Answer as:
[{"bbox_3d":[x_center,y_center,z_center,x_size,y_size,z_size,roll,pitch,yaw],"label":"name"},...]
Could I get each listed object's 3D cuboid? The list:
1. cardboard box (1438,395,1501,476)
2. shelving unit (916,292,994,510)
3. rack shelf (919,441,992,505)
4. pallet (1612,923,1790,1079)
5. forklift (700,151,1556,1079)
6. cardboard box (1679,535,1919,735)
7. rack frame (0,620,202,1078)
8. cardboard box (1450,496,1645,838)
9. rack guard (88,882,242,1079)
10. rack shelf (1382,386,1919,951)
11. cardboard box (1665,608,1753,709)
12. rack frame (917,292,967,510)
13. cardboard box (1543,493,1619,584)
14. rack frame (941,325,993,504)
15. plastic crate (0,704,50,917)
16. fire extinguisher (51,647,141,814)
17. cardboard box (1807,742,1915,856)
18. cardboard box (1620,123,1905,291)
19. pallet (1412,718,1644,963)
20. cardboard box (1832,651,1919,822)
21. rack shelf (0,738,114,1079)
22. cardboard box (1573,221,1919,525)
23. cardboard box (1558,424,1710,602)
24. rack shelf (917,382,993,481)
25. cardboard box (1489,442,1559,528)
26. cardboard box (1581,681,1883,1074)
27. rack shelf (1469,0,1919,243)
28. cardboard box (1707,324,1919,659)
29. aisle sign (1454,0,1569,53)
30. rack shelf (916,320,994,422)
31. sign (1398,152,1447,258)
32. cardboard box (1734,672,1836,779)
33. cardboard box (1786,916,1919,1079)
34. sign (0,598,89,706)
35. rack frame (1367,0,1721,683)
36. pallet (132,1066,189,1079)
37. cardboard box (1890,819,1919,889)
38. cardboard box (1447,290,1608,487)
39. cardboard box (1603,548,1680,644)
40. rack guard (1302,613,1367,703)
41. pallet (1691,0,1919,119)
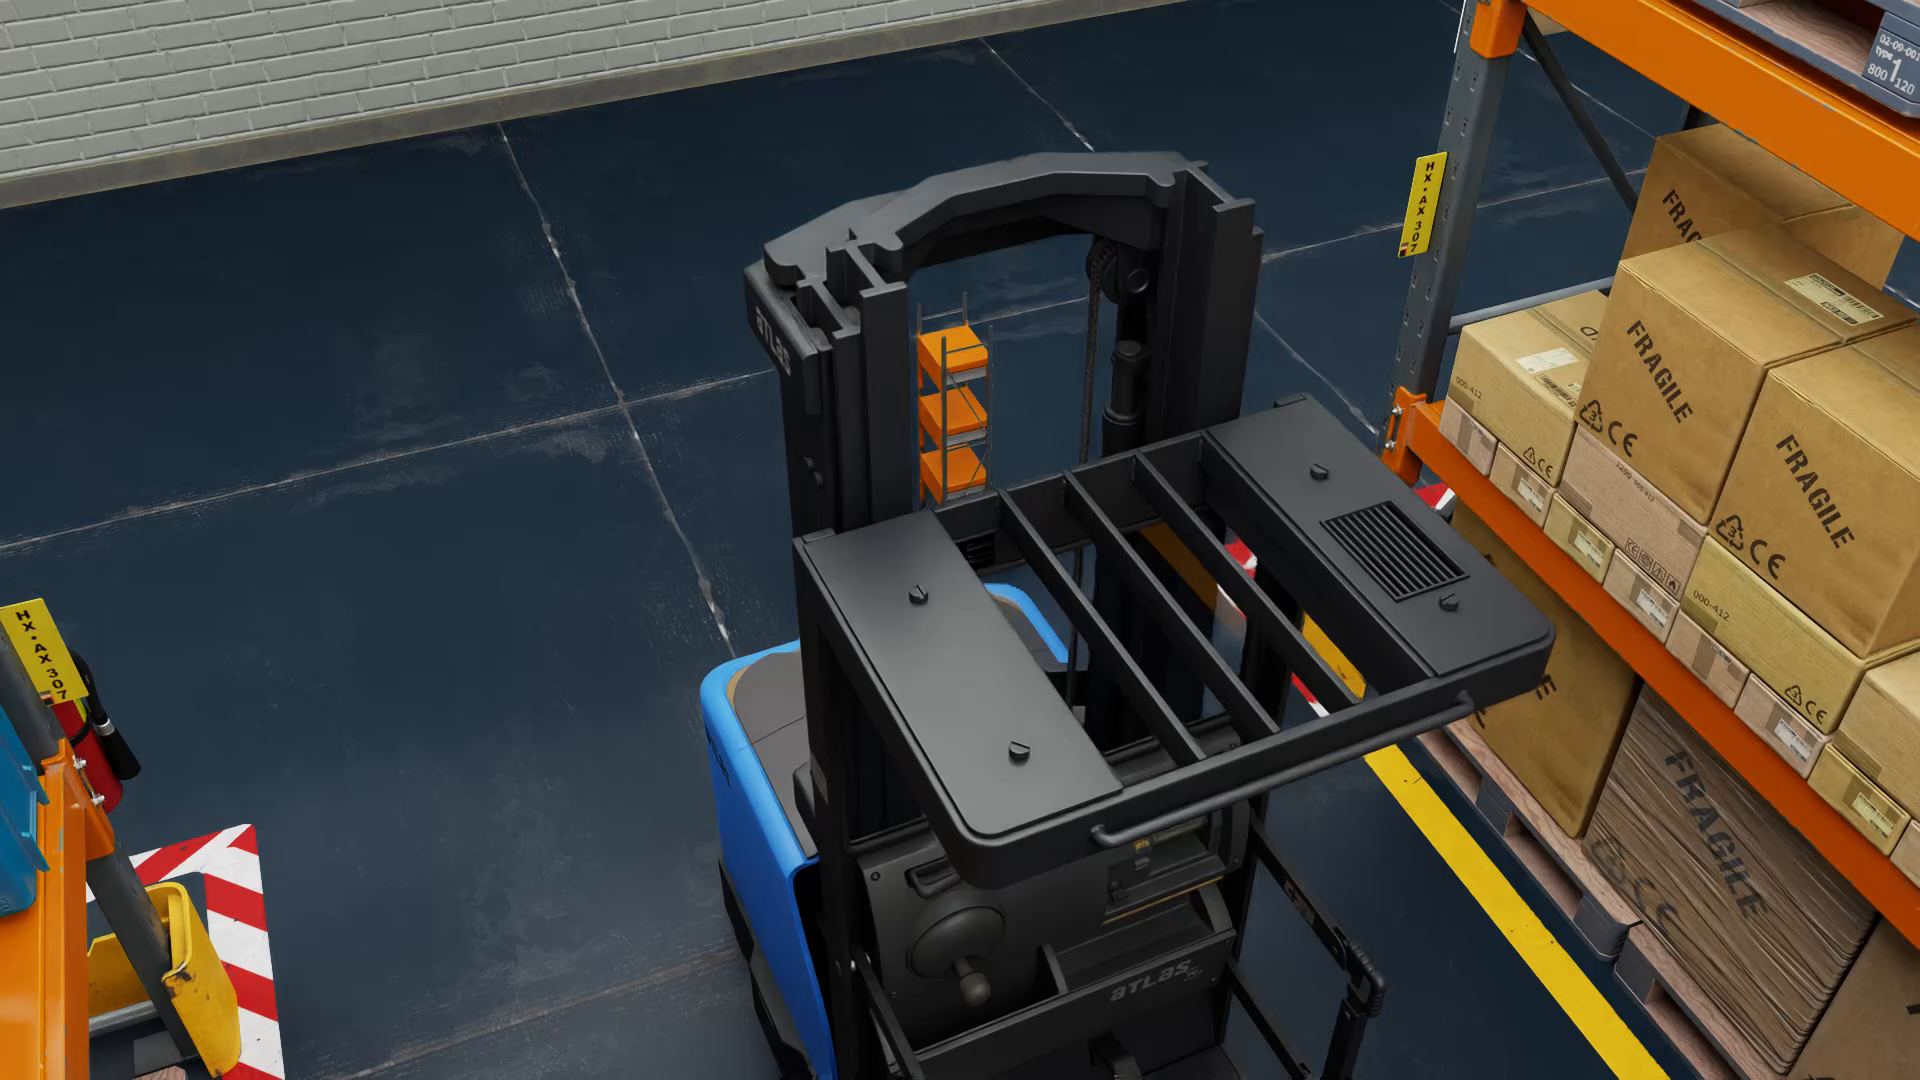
[{"bbox_3d":[1.697,-0.362,5.063,0.380,0.149,0.250,-15,43,-16],"label":"cardboard box"},{"bbox_3d":[-0.020,-0.430,6.445,0.215,1.050,0.252,-15,43,-17],"label":"shelving unit"},{"bbox_3d":[-0.020,-0.212,6.633,0.215,0.259,0.240,-15,43,-17],"label":"rack shelf"},{"bbox_3d":[2.707,1.500,4.844,1.003,0.211,1.213,-15,43,-17],"label":"pallet"},{"bbox_3d":[0.322,0.811,3.559,1.130,2.935,3.031,-17,43,-18],"label":"forklift"},{"bbox_3d":[2.194,0.162,4.148,0.500,0.250,0.500,-16,43,-18],"label":"cardboard box"},{"bbox_3d":[-2.710,0.482,3.889,1.000,3.000,0.127,-15,43,-17],"label":"rack frame"},{"bbox_3d":[2.185,0.259,5.456,0.875,0.875,0.875,-15,43,-17],"label":"cardboard box"},{"bbox_3d":[-2.731,1.419,4.717,1.175,0.500,0.348,-15,43,-17],"label":"rack guard"},{"bbox_3d":[2.632,0.724,4.159,1.077,0.370,4.000,-15,43,-17],"label":"rack shelf"},{"bbox_3d":[2.092,0.257,4.344,0.380,0.149,0.250,-16,43,-18],"label":"cardboard box"},{"bbox_3d":[-0.067,-0.504,6.531,0.200,1.050,0.008,-15,43,-17],"label":"rack frame"},{"bbox_3d":[1.895,-0.054,4.704,0.380,0.149,0.250,-16,43,-18],"label":"cardboard box"},{"bbox_3d":[0.026,-0.357,6.360,0.200,1.050,0.008,-15,43,-17],"label":"rack frame"},{"bbox_3d":[-2.409,0.601,3.677,0.616,0.435,0.499,-15,43,-17],"label":"plastic crate"},{"bbox_3d":[-2.348,0.449,4.273,0.296,0.674,0.183,-15,43,-17],"label":"fire extinguisher"},{"bbox_3d":[2.287,0.564,3.986,0.380,0.149,0.250,-16,43,-18],"label":"cardboard box"},{"bbox_3d":[2.295,-0.866,4.768,0.500,0.500,0.500,-15,43,-16],"label":"cardboard box"},{"bbox_3d":[2.244,0.766,5.697,1.003,0.211,1.213,-15,43,-17],"label":"pallet"},{"bbox_3d":[2.399,0.475,3.784,0.500,0.250,0.500,-16,43,-18],"label":"cardboard box"},{"bbox_3d":[-1.945,1.960,2.722,1.077,0.370,4.000,-15,43,-17],"label":"rack shelf"},{"bbox_3d":[1.992,-0.436,4.268,0.500,0.500,0.500,-16,43,-18],"label":"cardboard box"},{"bbox_3d":[2.005,-0.141,4.501,0.500,0.250,0.500,-16,43,-17],"label":"cardboard box"},{"bbox_3d":[-0.020,-0.422,6.452,0.215,0.259,0.240,-15,43,-17],"label":"rack shelf"},{"bbox_3d":[1.797,-0.208,4.884,0.380,0.149,0.250,-16,43,-17],"label":"cardboard box"},{"bbox_3d":[2.533,0.807,4.819,0.875,0.875,0.875,-15,43,-17],"label":"cardboard box"},{"bbox_3d":[2.632,-0.413,3.181,1.077,0.370,4.000,-15,43,-17],"label":"rack shelf"},{"bbox_3d":[2.196,-0.125,3.907,0.500,0.500,0.500,-16,43,-18],"label":"cardboard box"},{"bbox_3d":[1.562,-1.708,4.441,0.394,0.787,0.004,-15,43,-17],"label":"aisle sign"},{"bbox_3d":[-0.020,-0.637,6.267,0.215,0.259,0.240,-15,43,-17],"label":"rack shelf"},{"bbox_3d":[1.351,-0.977,4.861,0.100,0.325,0.005,-15,43,-17],"label":"sign"},{"bbox_3d":[2.191,0.412,4.163,0.380,0.149,0.250,-16,43,-17],"label":"cardboard box"},{"bbox_3d":[2.874,1.343,4.195,0.875,0.875,0.875,-15,43,-17],"label":"cardboard box"},{"bbox_3d":[-2.208,0.273,4.006,0.100,0.325,0.005,-15,43,-17],"label":"sign"},{"bbox_3d":[1.866,-0.753,5.326,1.000,3.000,0.127,-15,43,-17],"label":"rack frame"},{"bbox_3d":[-2.430,2.046,4.209,1.003,0.211,1.213,-15,43,-17],"label":"pallet"},{"bbox_3d":[2.389,0.722,3.803,0.380,0.149,0.250,-14,43,-16],"label":"cardboard box"},{"bbox_3d":[1.800,-0.453,4.863,0.500,0.250,0.500,-16,43,-18],"label":"cardboard box"},{"bbox_3d":[1.996,0.103,4.522,0.380,0.149,0.250,-16,43,-18],"label":"cardboard box"},{"bbox_3d":[1.857,0.180,6.157,1.175,0.500,0.348,-15,43,-17],"label":"rack guard"},{"bbox_3d":[2.160,-1.413,3.860,1.003,0.211,1.213,-15,43,-17],"label":"pallet"}]
